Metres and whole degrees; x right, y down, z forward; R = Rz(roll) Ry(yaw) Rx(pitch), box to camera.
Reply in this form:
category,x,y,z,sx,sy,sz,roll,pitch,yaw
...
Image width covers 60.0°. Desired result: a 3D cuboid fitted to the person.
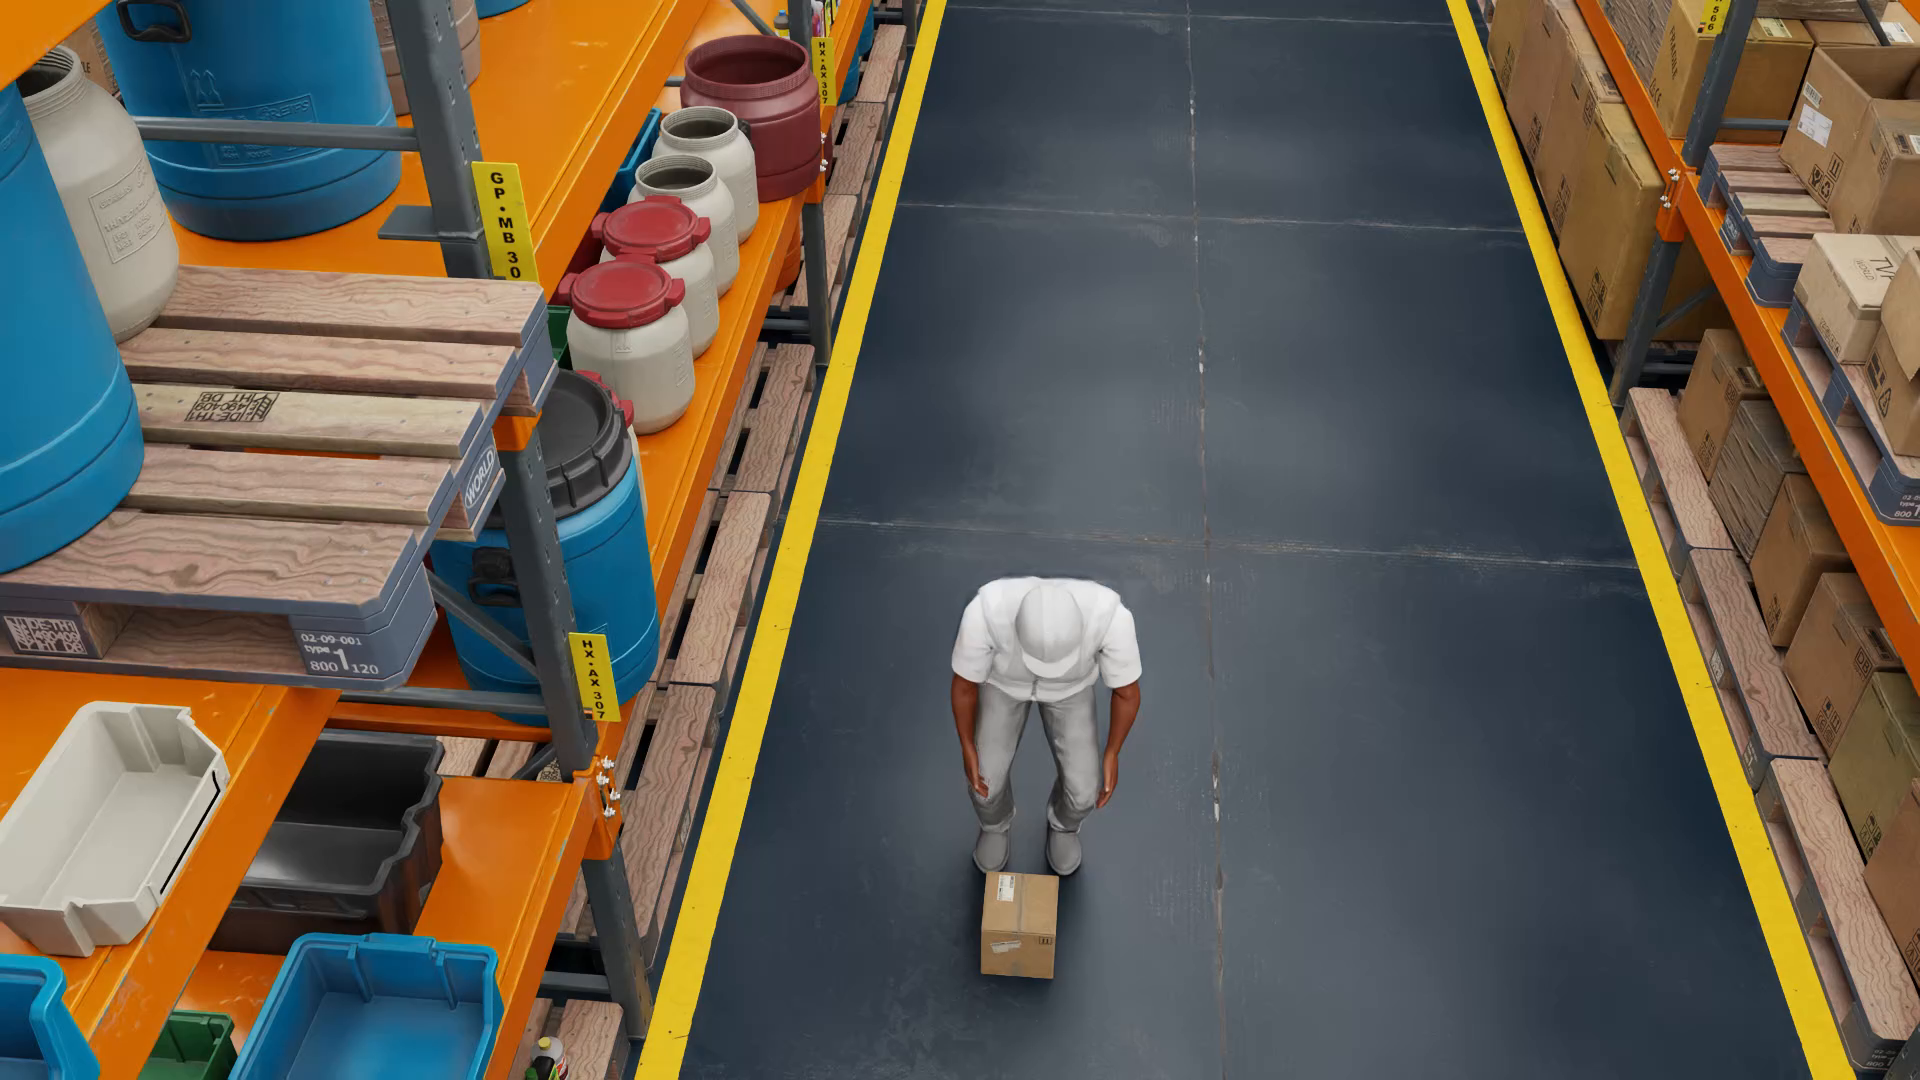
category,x,y,z,sx,sy,sz,roll,pitch,yaw
person,0.289,0.581,5.657,0.628,1.490,0.708,3,40,4
